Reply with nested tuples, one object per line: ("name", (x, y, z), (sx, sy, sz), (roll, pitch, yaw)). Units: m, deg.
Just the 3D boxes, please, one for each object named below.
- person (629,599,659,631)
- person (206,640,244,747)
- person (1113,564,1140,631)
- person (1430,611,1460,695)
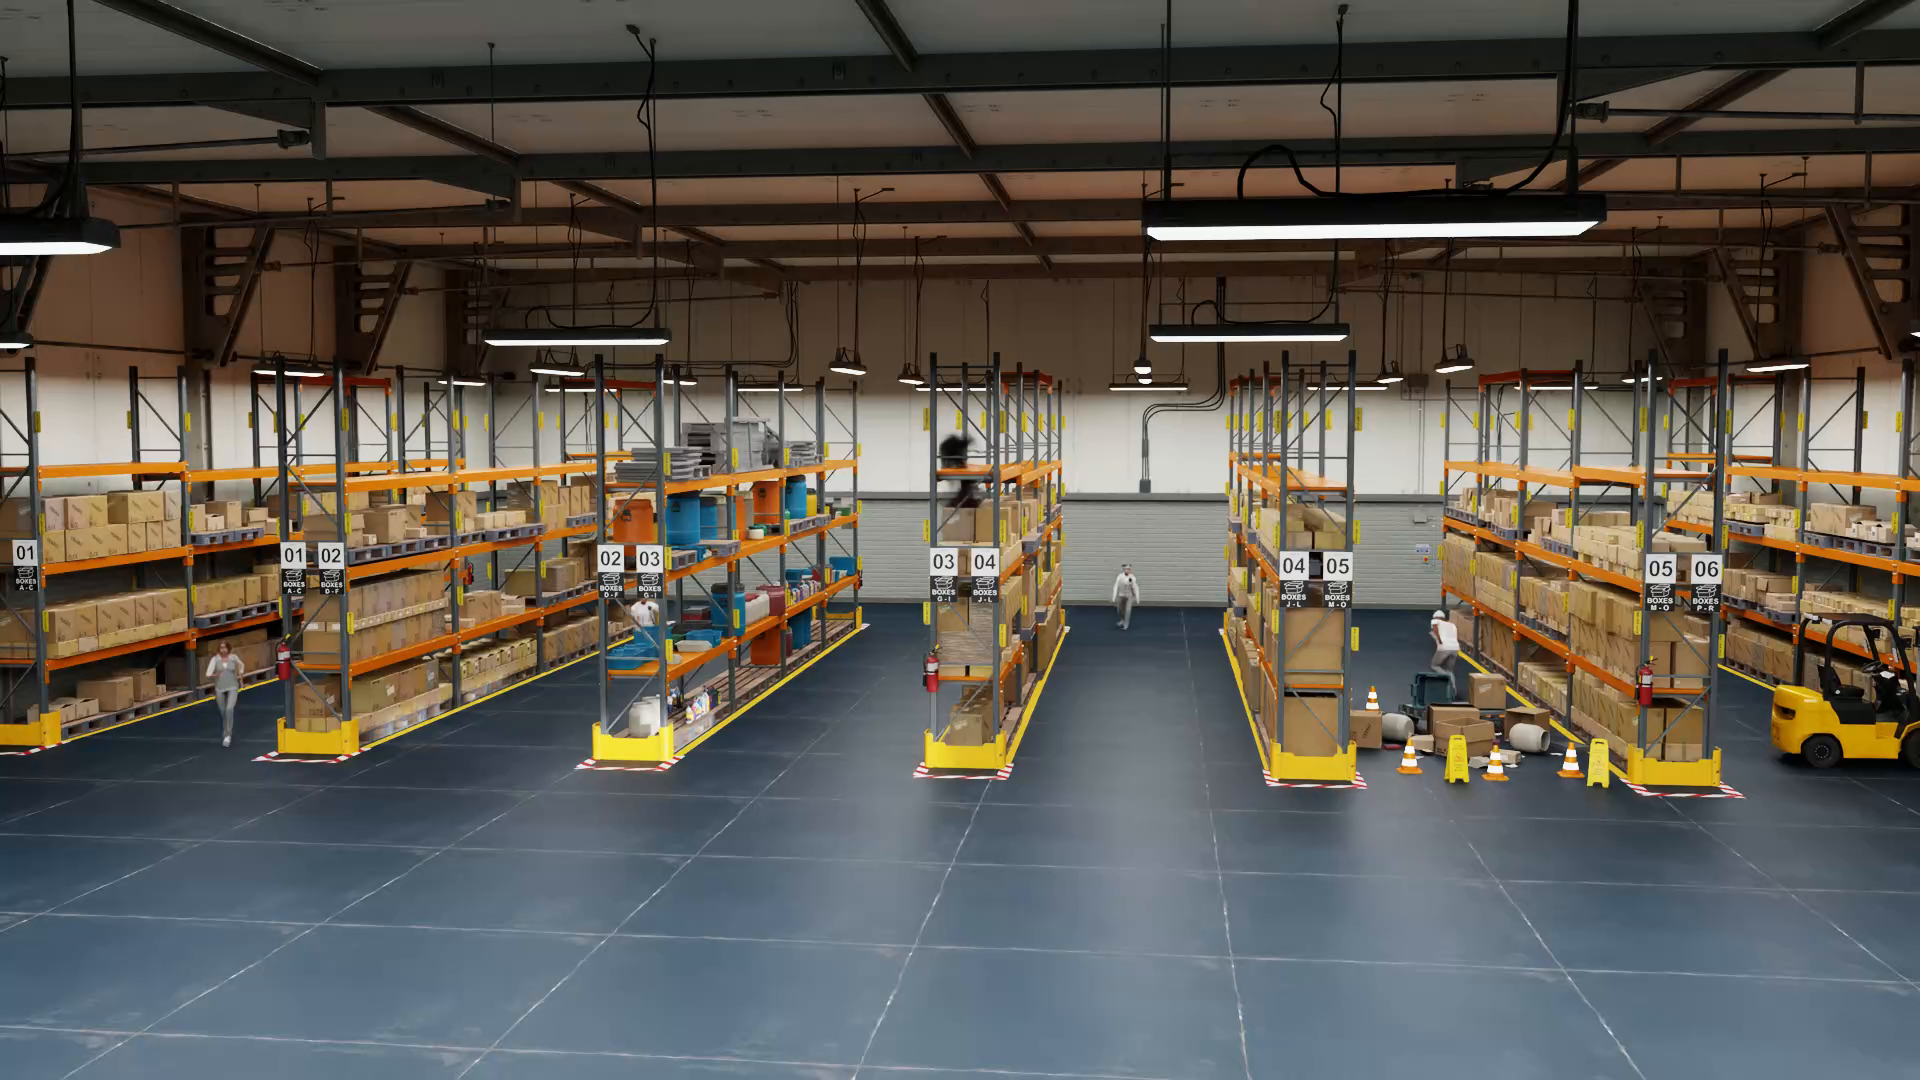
("person", (-6.249, 1.832, 32.970), (0.568, 1.712, 0.854), (0, 4, 5))
("person", (-11.419, 2.349, 25.861), (0.507, 1.609, 0.841), (-1, 4, -14))
("person", (4.060, 1.352, 40.311), (0.653, 1.619, 0.747), (1, 4, 13))
("person", (8.971, 2.074, 30.797), (0.685, 1.470, 0.991), (-1, 4, -15))
